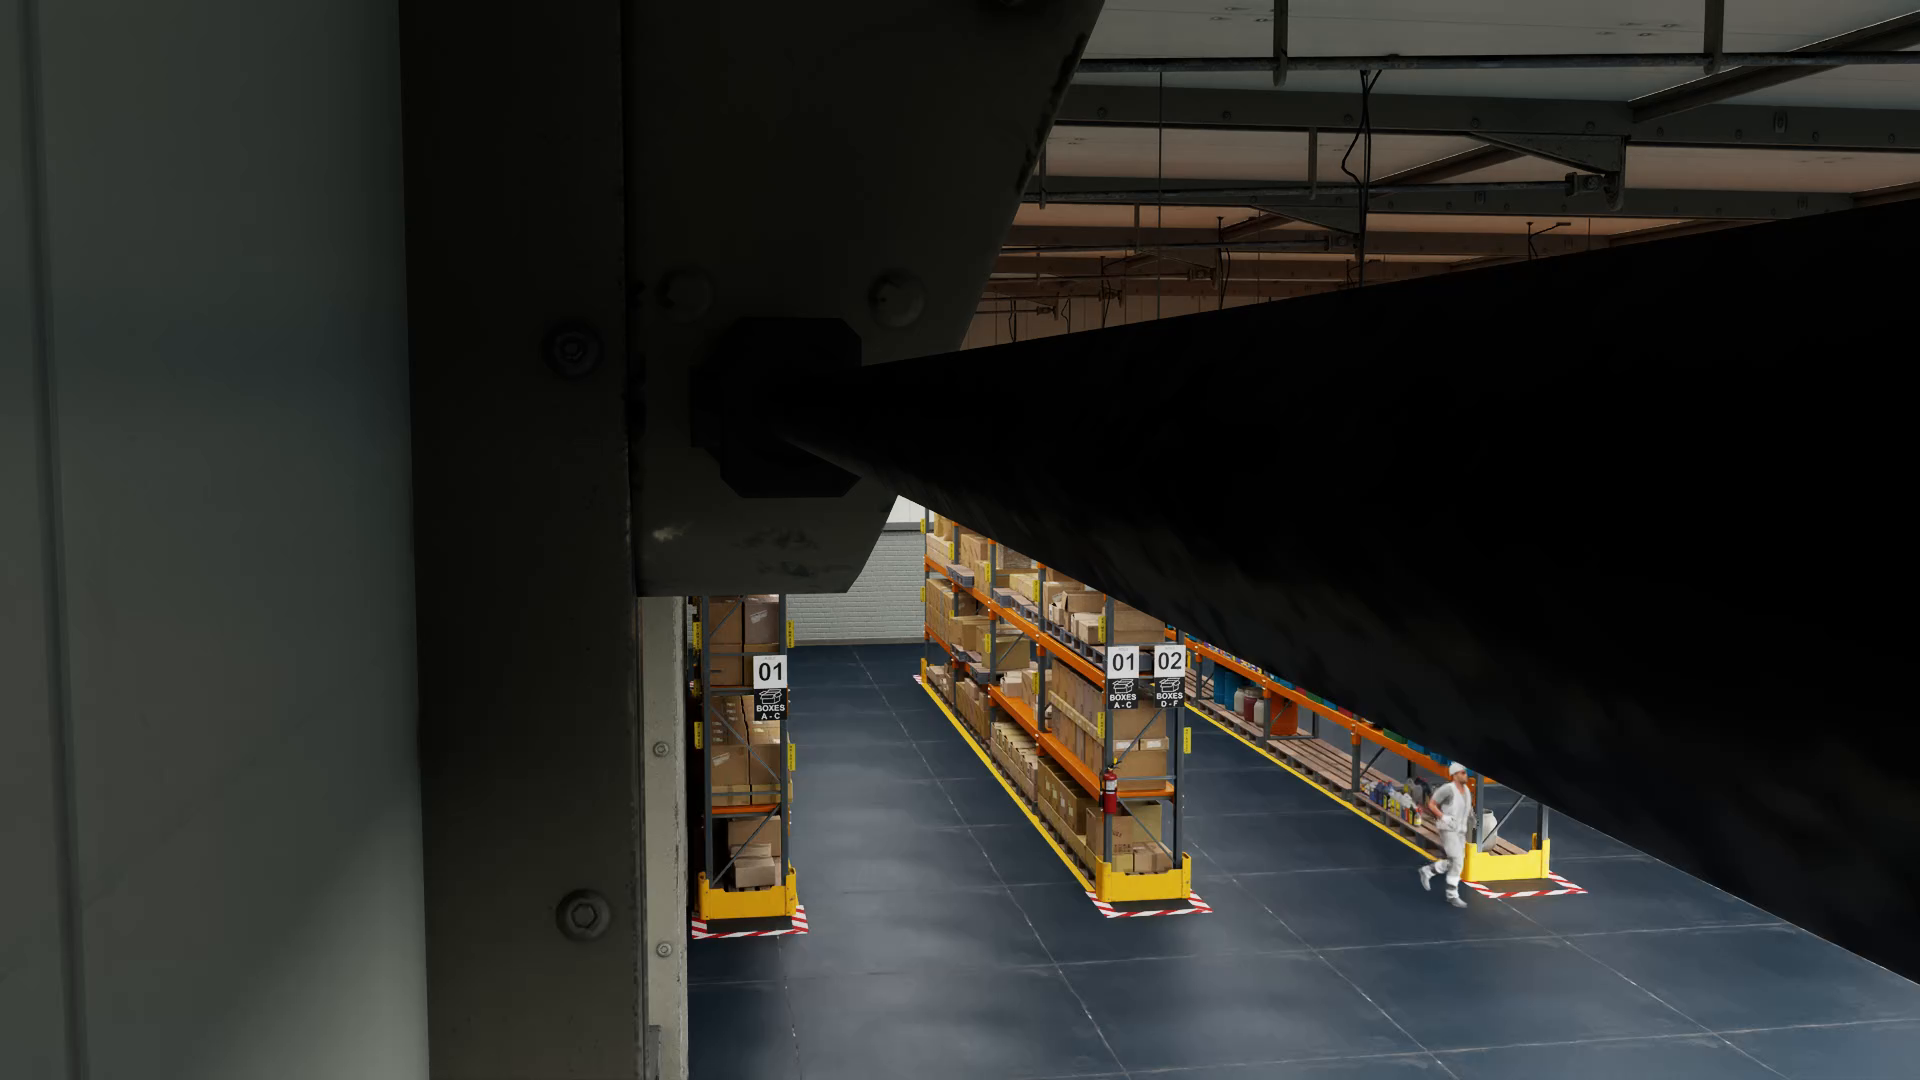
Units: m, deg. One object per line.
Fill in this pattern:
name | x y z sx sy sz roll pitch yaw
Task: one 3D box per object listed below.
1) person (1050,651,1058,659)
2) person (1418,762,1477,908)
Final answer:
person | 2.020 2.214 34.455 0.569 1.617 0.551 -1 5 -14
person | 6.156 3.643 20.836 0.704 1.747 0.744 -4 6 -35
